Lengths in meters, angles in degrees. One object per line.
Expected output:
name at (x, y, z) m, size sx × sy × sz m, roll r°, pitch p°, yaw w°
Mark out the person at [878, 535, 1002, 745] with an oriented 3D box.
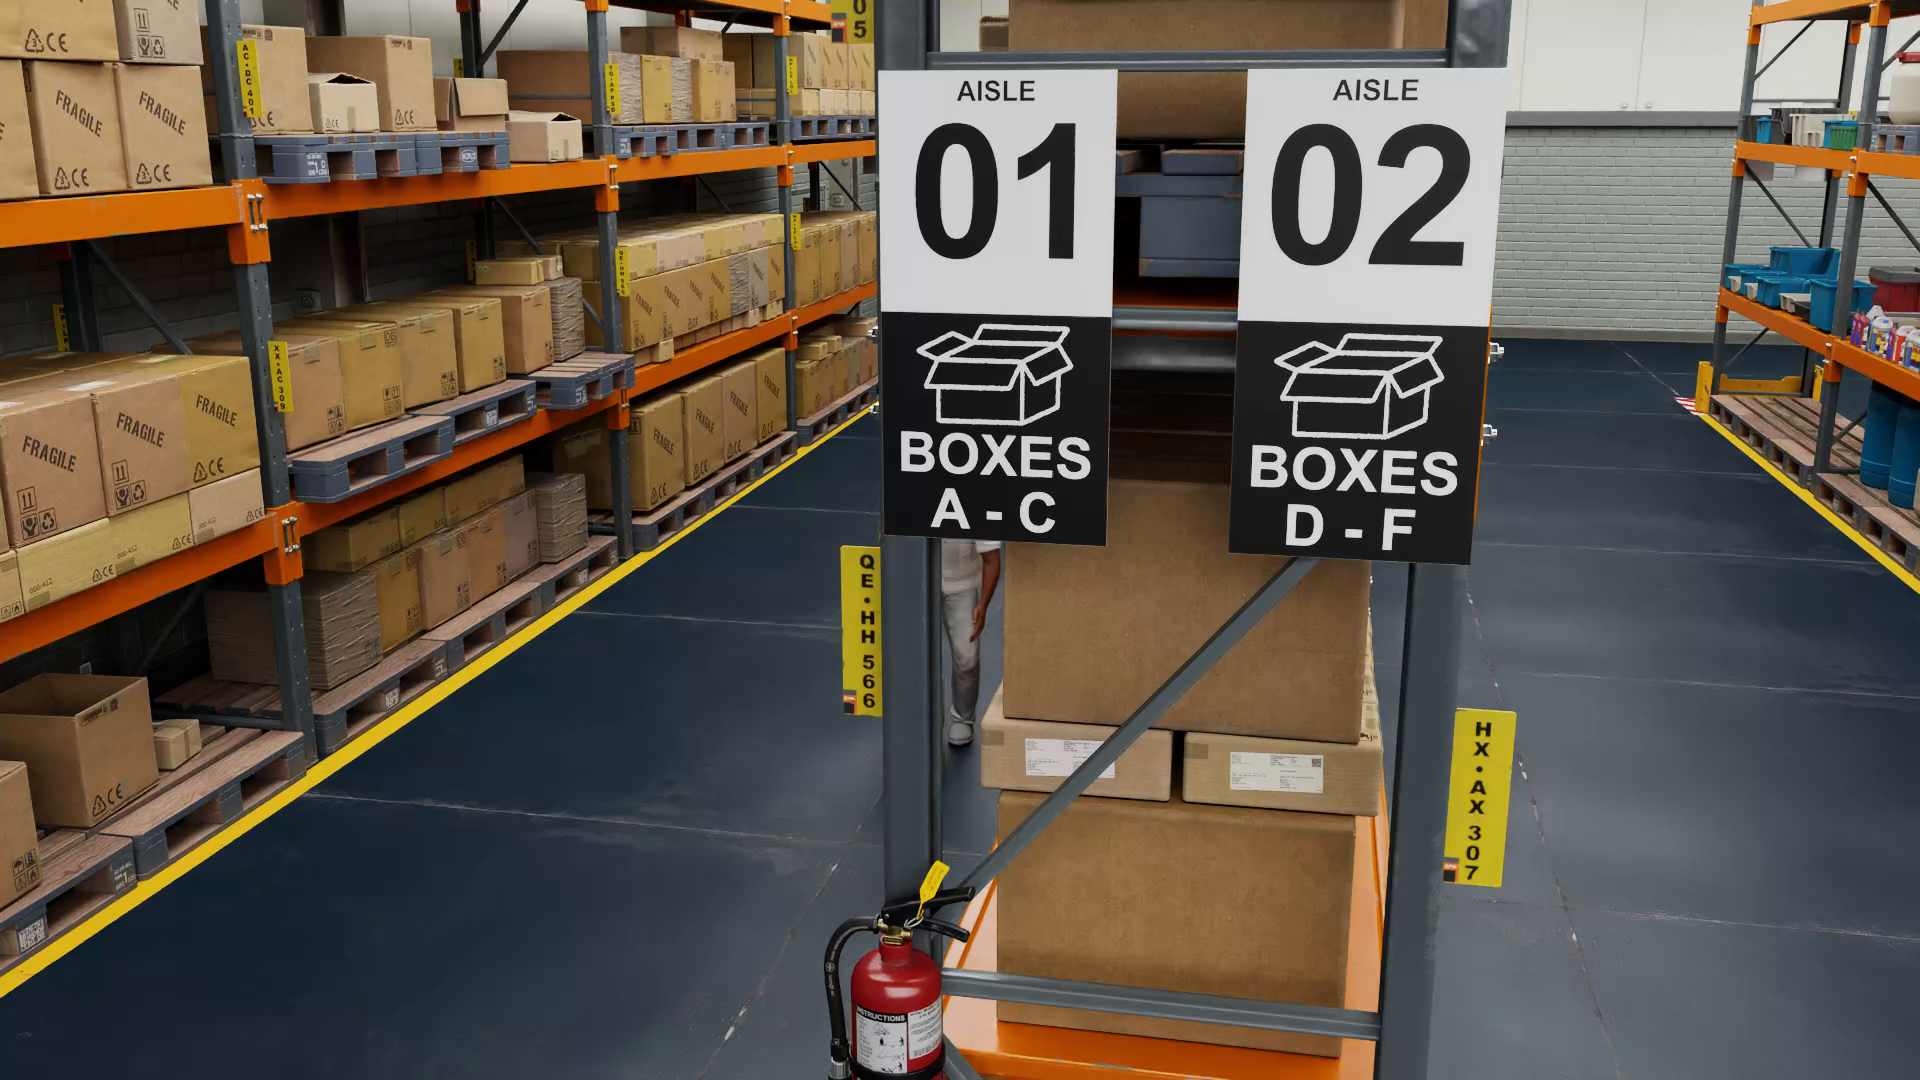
person at (-0.092, 0.287, 8.353) m, size 0.627 × 1.517 × 0.687 m, roll 3°, pitch 15°, yaw 12°
